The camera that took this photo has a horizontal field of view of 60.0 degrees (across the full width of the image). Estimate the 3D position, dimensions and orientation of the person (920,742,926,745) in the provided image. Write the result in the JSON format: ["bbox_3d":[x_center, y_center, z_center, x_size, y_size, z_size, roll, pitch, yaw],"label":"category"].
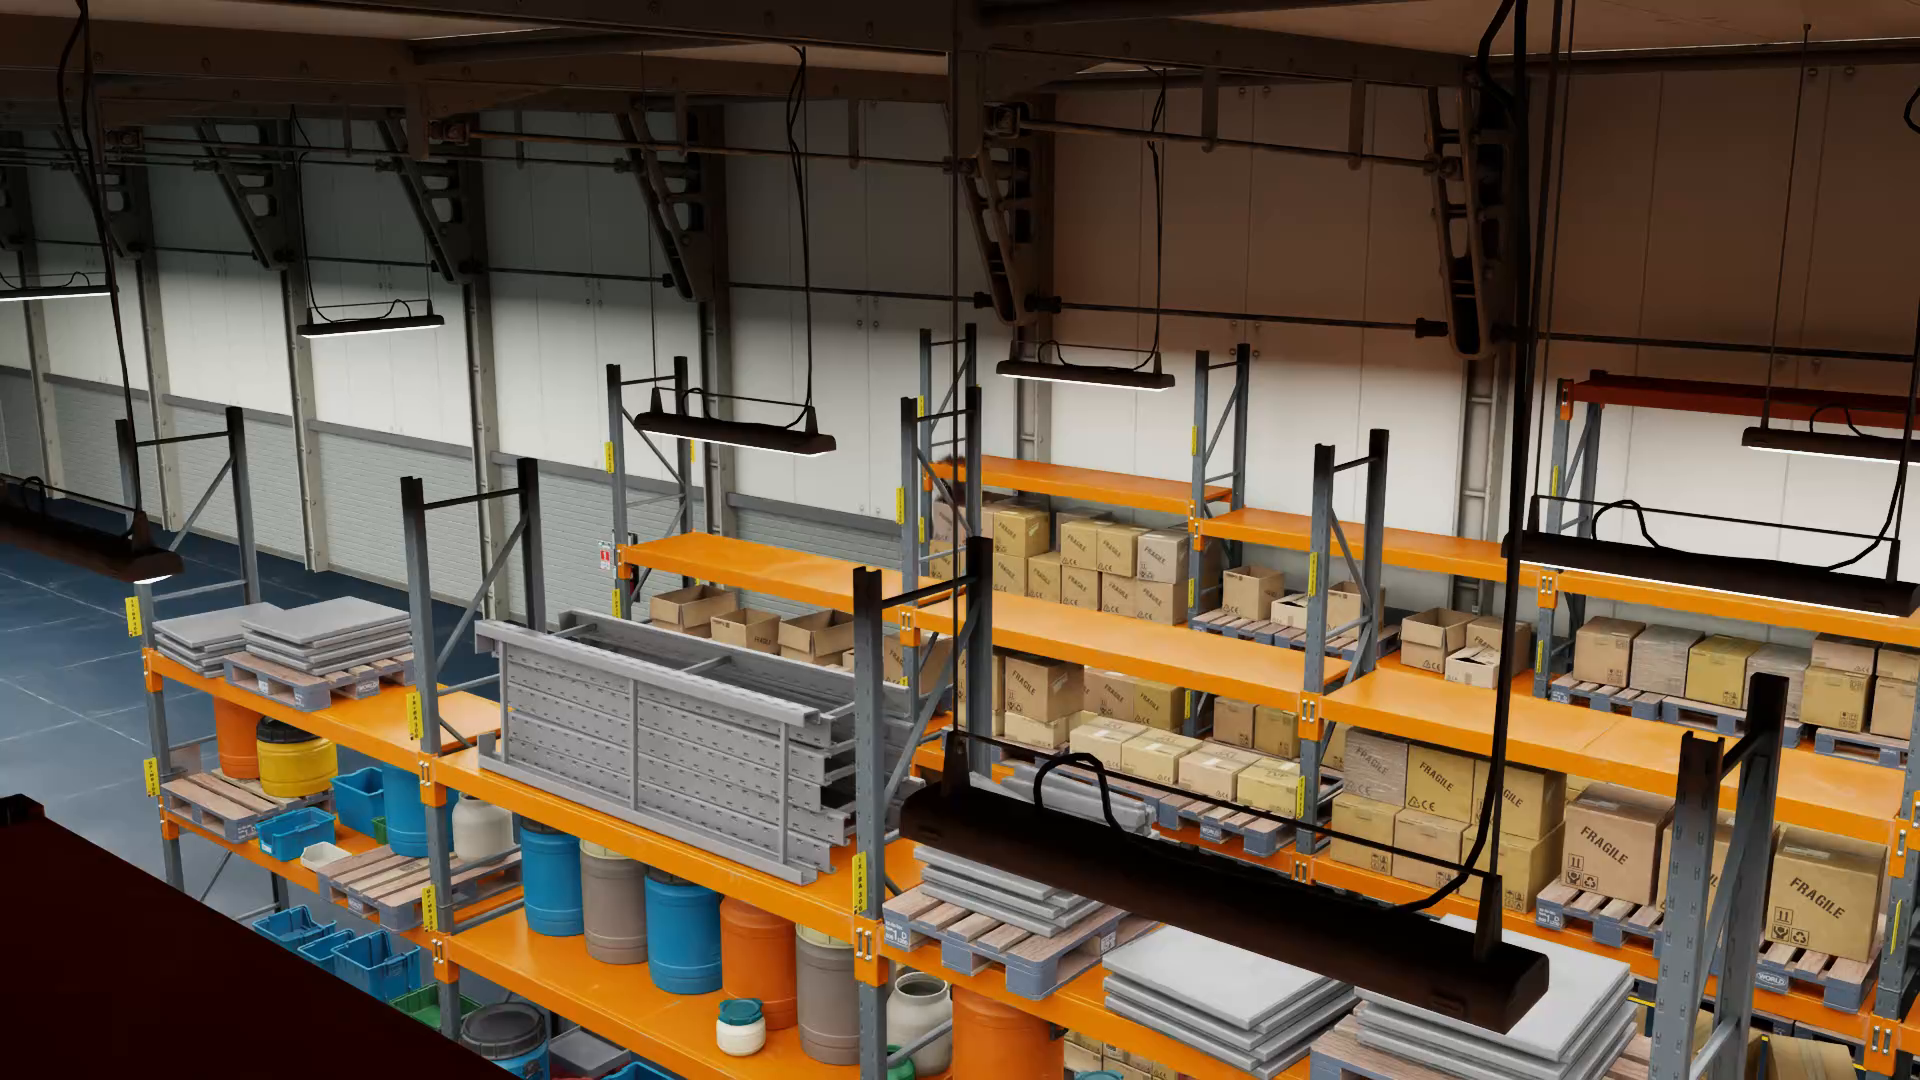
[{"bbox_3d":[-0.676,2.830,19.843,0.567,1.781,0.445,-5,14,-23],"label":"person"}]
